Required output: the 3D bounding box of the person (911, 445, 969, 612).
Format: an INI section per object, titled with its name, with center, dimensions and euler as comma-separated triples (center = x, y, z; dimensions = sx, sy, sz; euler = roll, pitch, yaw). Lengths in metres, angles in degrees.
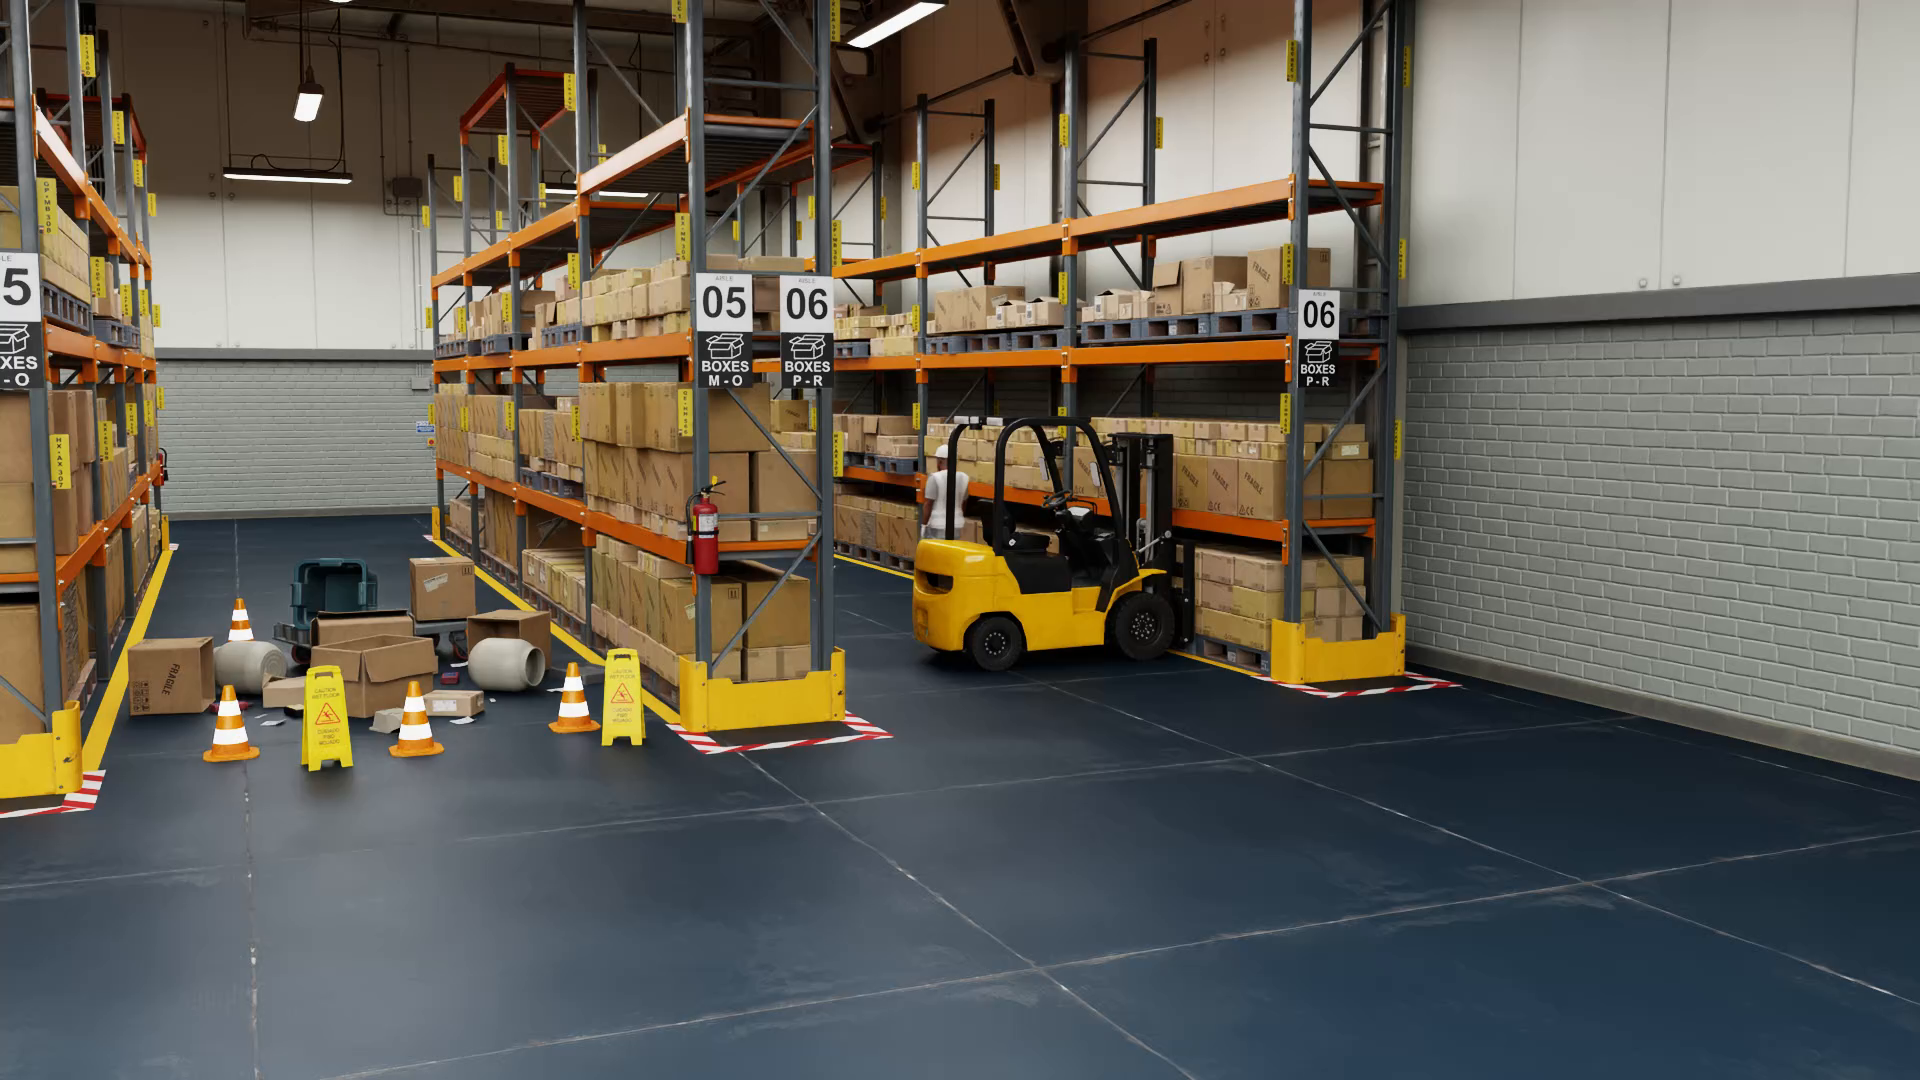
[person]
center = -0.208, -0.112, 17.744
dimensions = 0.585, 1.813, 0.493
euler = -4, 6, -35
